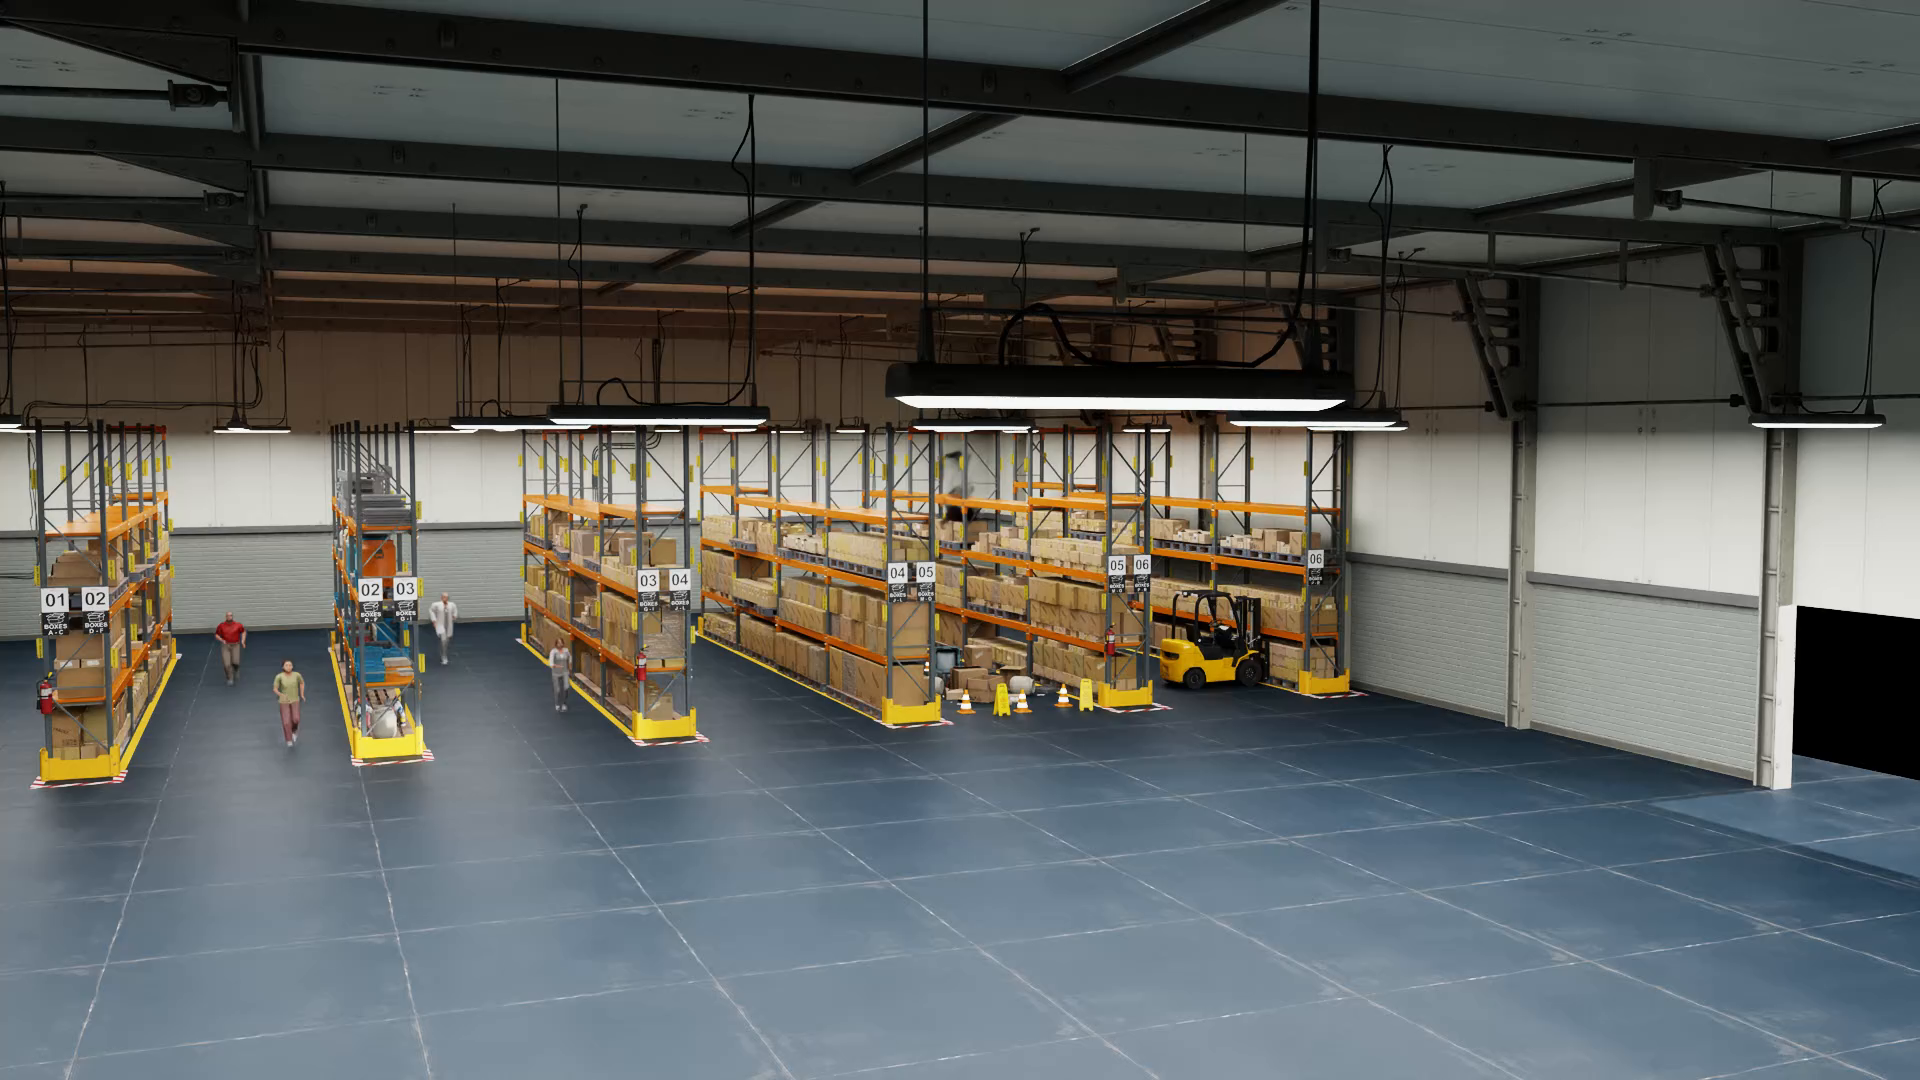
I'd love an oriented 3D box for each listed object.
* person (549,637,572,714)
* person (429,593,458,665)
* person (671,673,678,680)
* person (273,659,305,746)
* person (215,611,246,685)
[{"bbox_3d":[-8.209,2.785,34.215,0.504,1.585,0.732,-1,4,-22],"label":"person"},{"bbox_3d":[-13.010,2.241,41.971,0.634,1.846,0.955,-3,5,-38],"label":"person"},{"bbox_3d":[-6.824,2.411,39.371,0.711,1.747,0.729,-2,4,-29],"label":"person"},{"bbox_3d":[-12.331,3.035,30.602,0.560,1.544,0.621,-2,4,-28],"label":"person"},{"bbox_3d":[-16.796,2.492,38.301,0.658,1.686,0.593,-1,4,-22],"label":"person"}]
